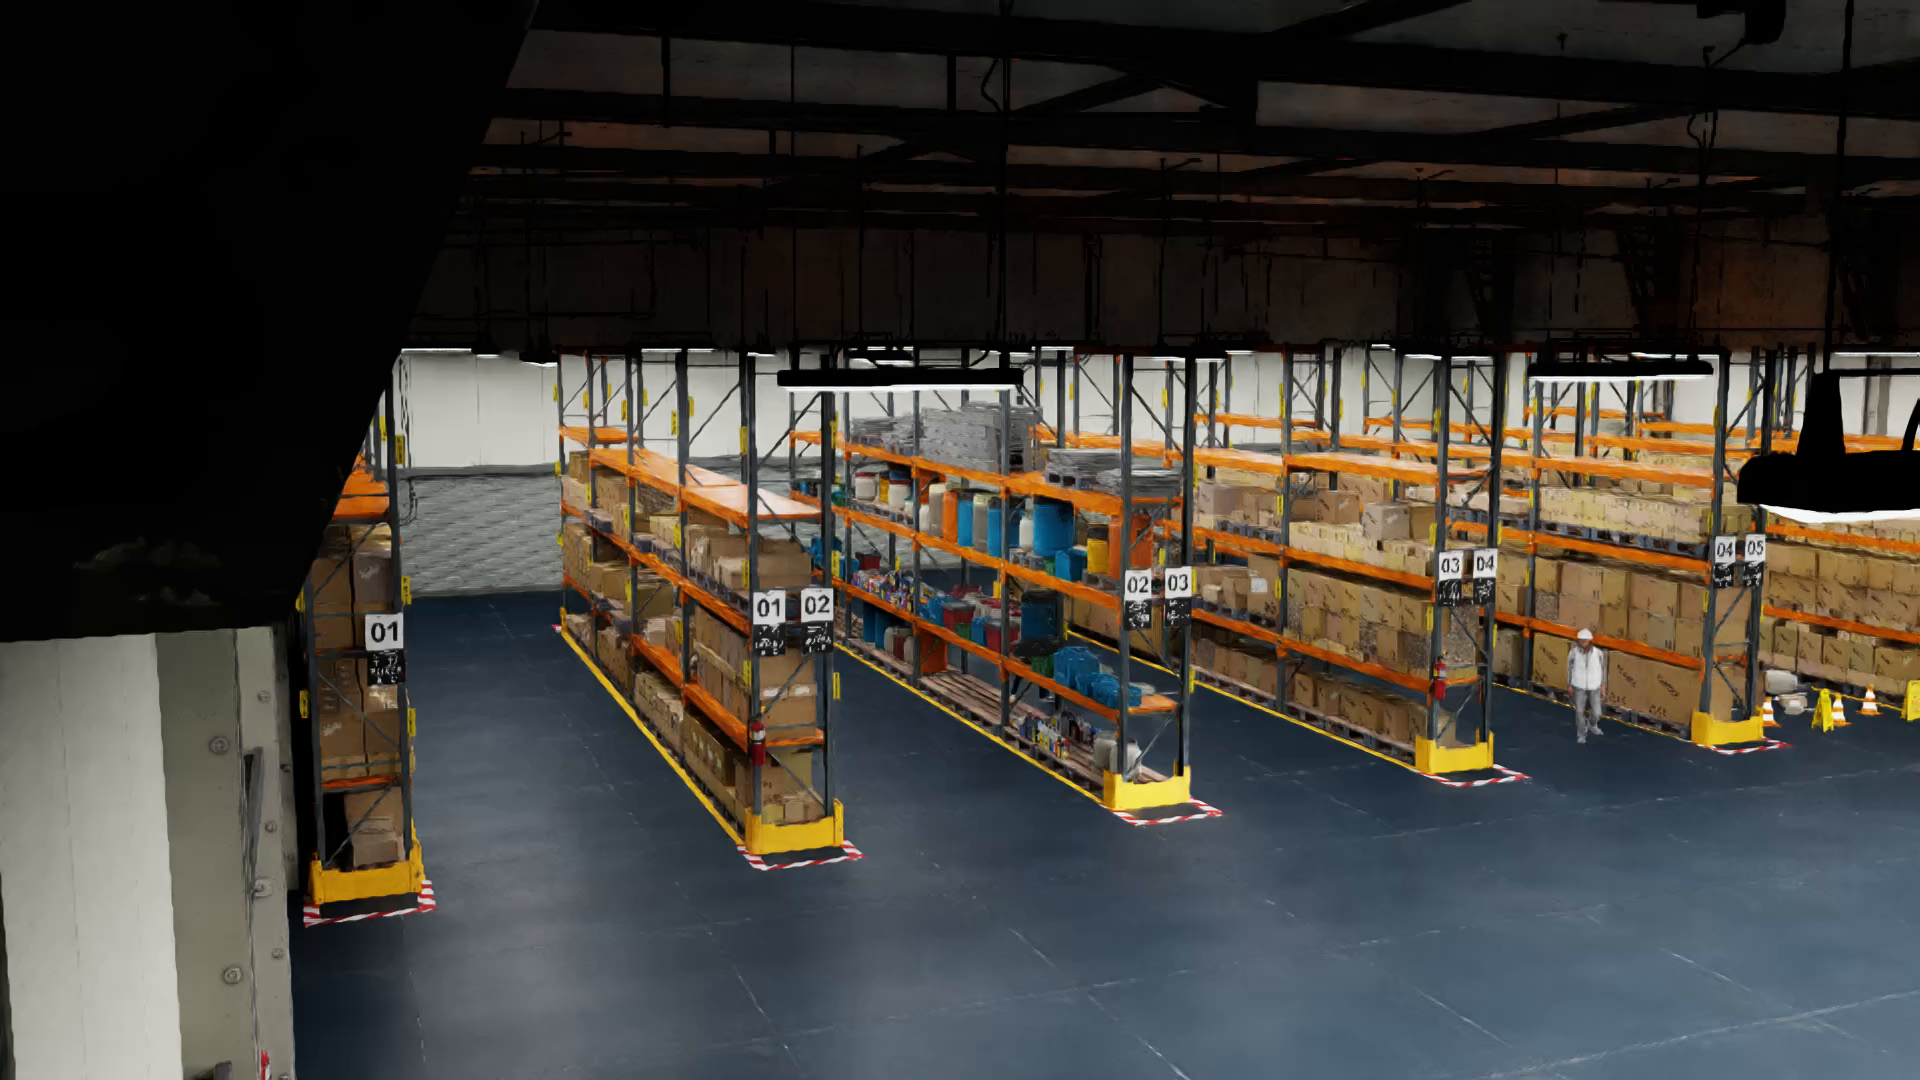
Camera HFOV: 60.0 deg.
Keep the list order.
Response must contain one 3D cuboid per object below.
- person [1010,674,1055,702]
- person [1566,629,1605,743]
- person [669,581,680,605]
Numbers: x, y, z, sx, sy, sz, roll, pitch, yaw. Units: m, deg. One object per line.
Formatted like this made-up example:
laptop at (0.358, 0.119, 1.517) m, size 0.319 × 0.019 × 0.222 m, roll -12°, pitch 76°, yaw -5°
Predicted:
person at (1.216, 1.983, 28.235) m, size 0.562 × 1.527 × 0.782 m, roll -6°, pitch 9°, yaw -38°
person at (9.615, 2.222, 25.543) m, size 0.588 × 1.768 × 0.551 m, roll 2°, pitch 8°, yaw 16°
person at (-6.098, 1.057, 35.167) m, size 0.502 × 1.621 × 0.997 m, roll -3°, pitch 8°, yaw -22°
